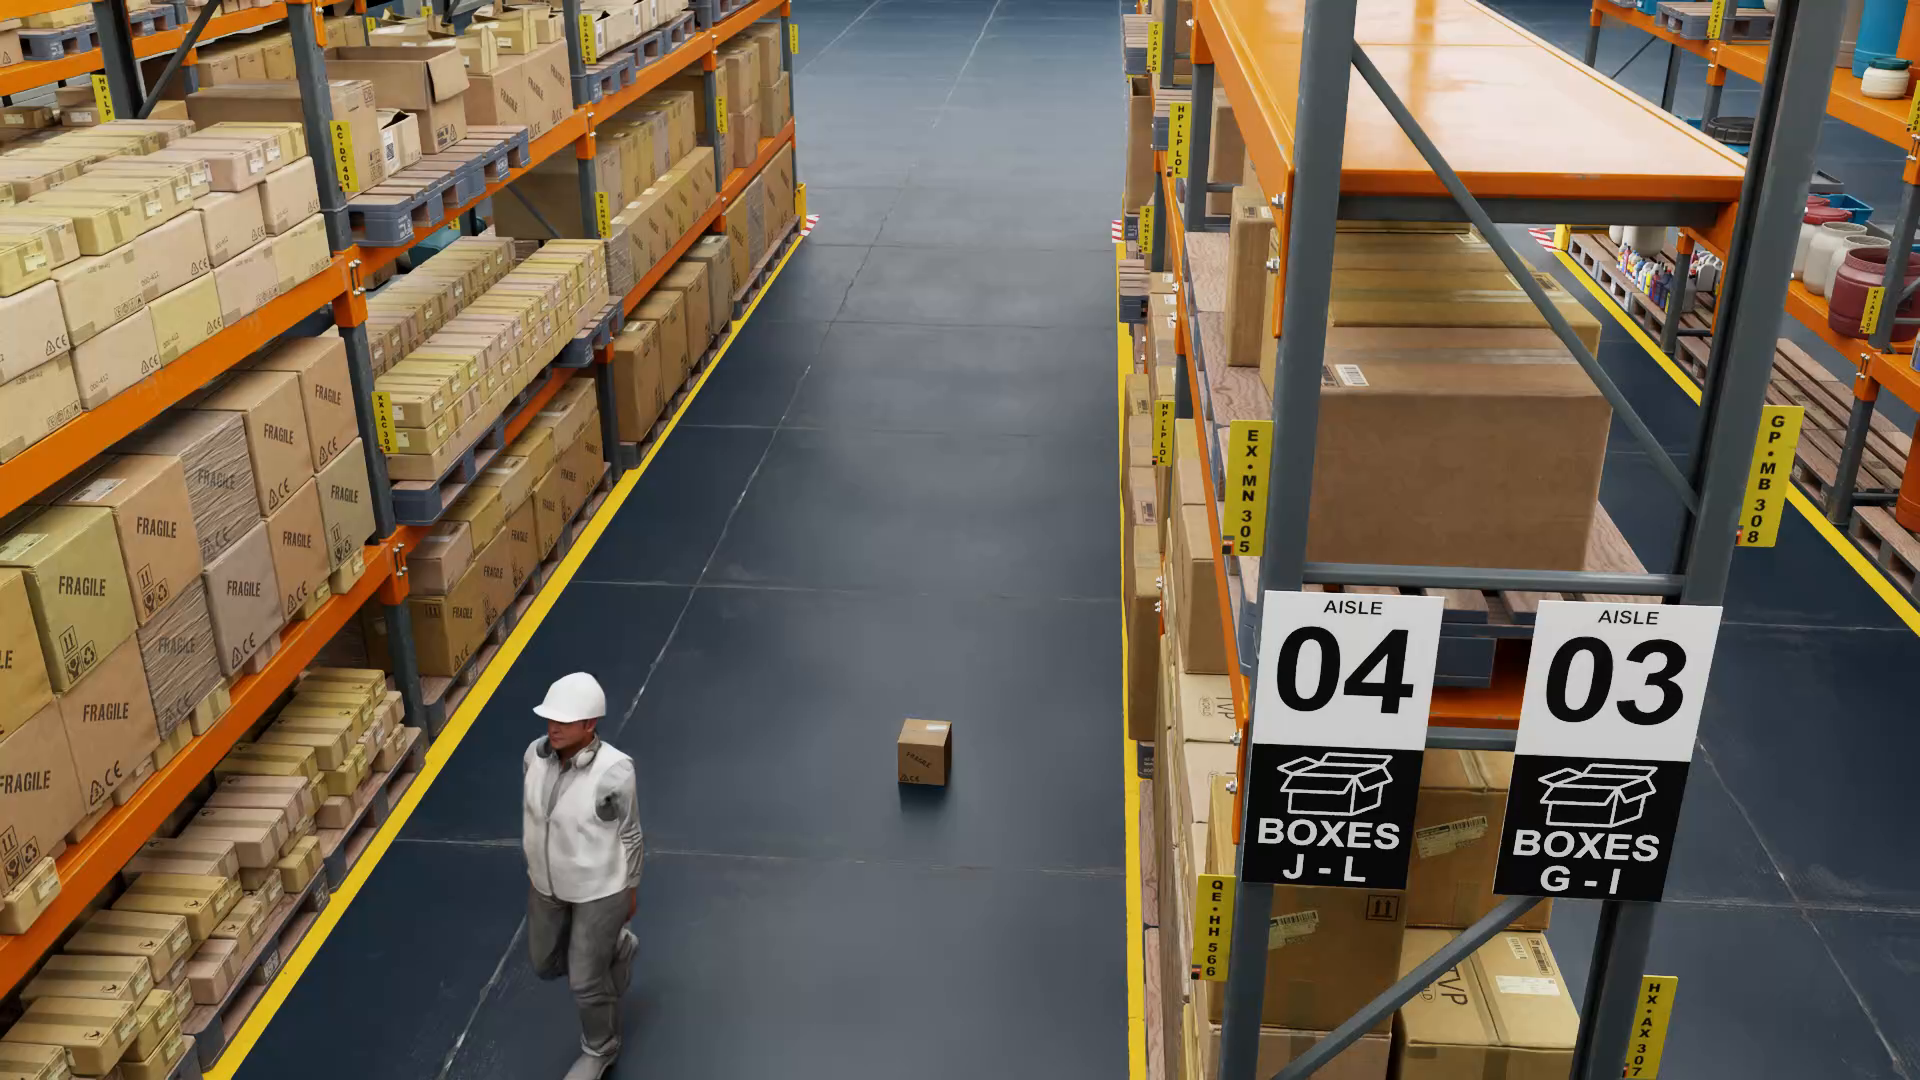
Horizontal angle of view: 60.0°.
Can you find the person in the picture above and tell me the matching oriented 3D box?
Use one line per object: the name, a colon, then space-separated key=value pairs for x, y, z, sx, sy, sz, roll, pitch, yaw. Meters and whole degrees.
person: x=-1.488 y=1.314 z=6.637 sx=0.527 sy=1.753 sz=0.664 roll=13 pitch=27 yaw=26
